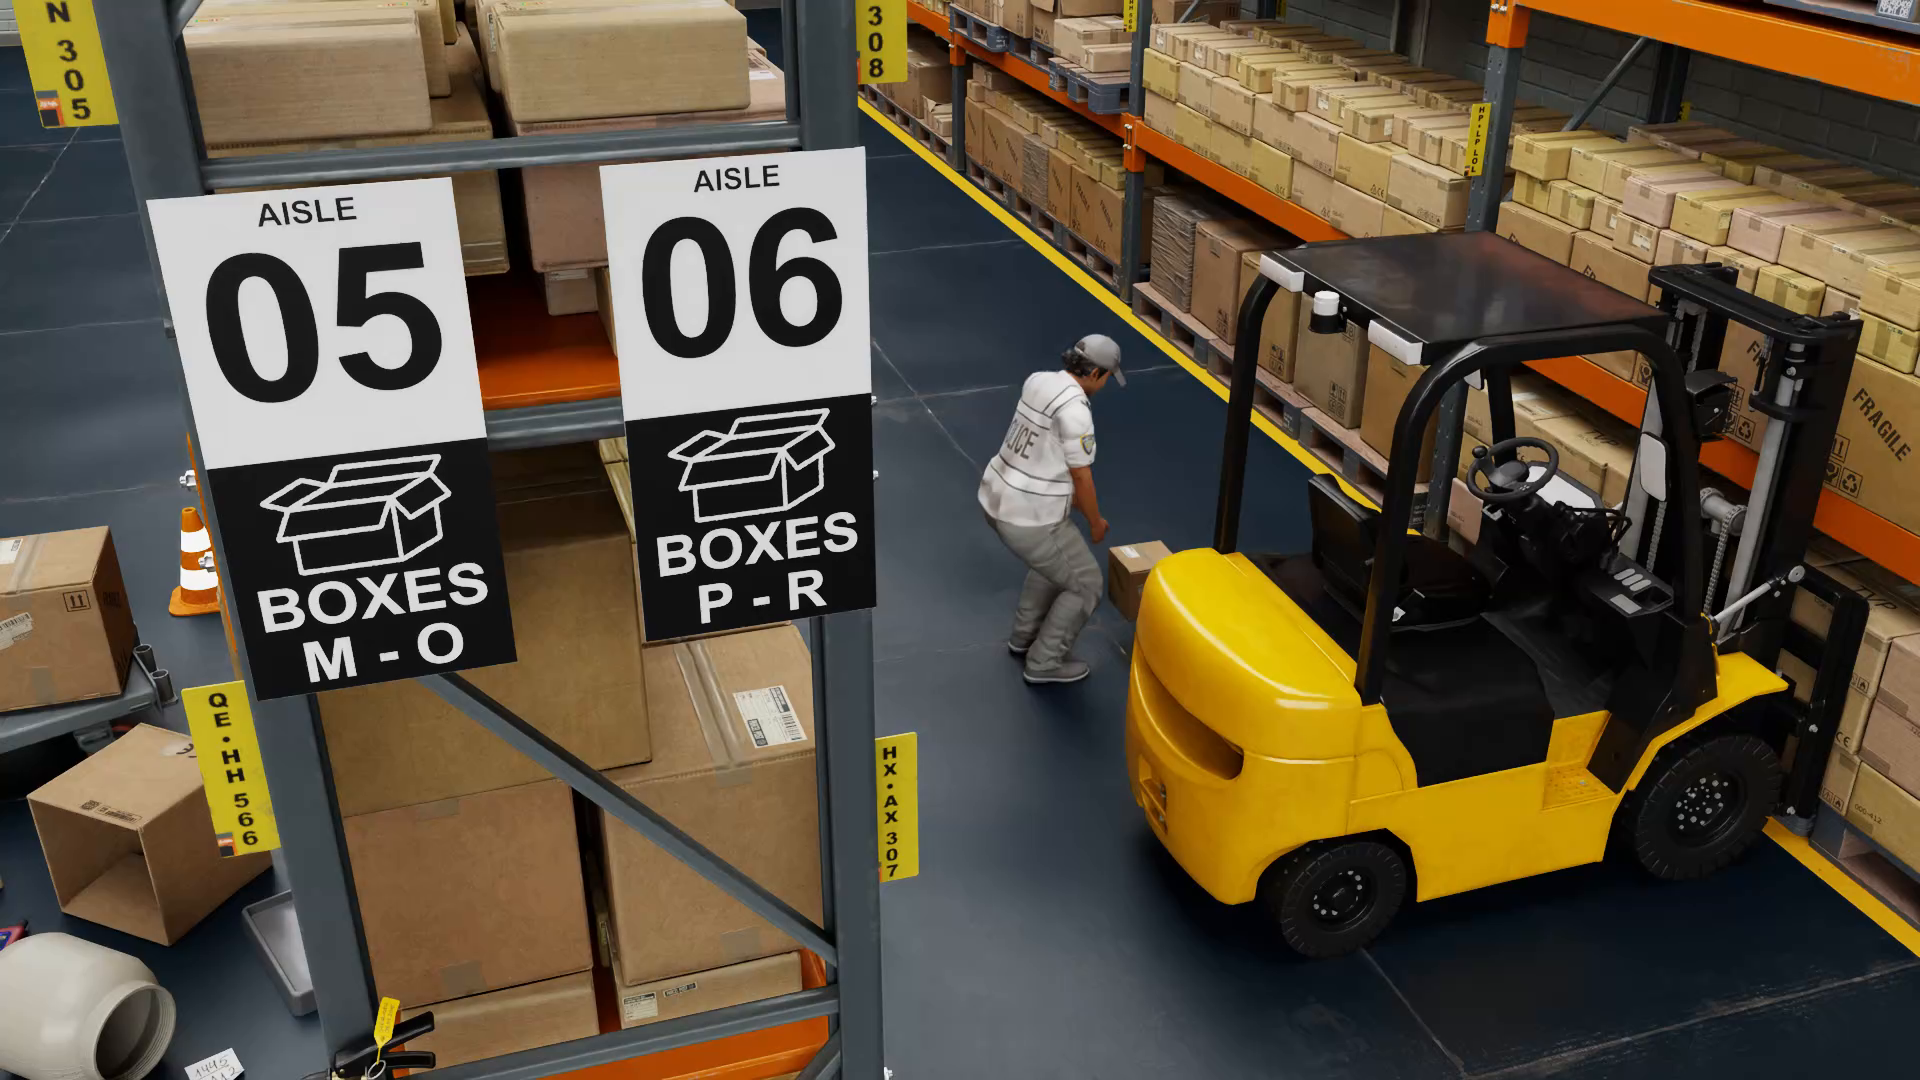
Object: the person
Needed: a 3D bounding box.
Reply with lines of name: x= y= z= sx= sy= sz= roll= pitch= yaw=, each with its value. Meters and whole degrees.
person: x=0.392 y=-0.142 z=7.095 sx=0.632 sy=1.502 sz=0.525 roll=-8 pitch=28 yaw=-15
